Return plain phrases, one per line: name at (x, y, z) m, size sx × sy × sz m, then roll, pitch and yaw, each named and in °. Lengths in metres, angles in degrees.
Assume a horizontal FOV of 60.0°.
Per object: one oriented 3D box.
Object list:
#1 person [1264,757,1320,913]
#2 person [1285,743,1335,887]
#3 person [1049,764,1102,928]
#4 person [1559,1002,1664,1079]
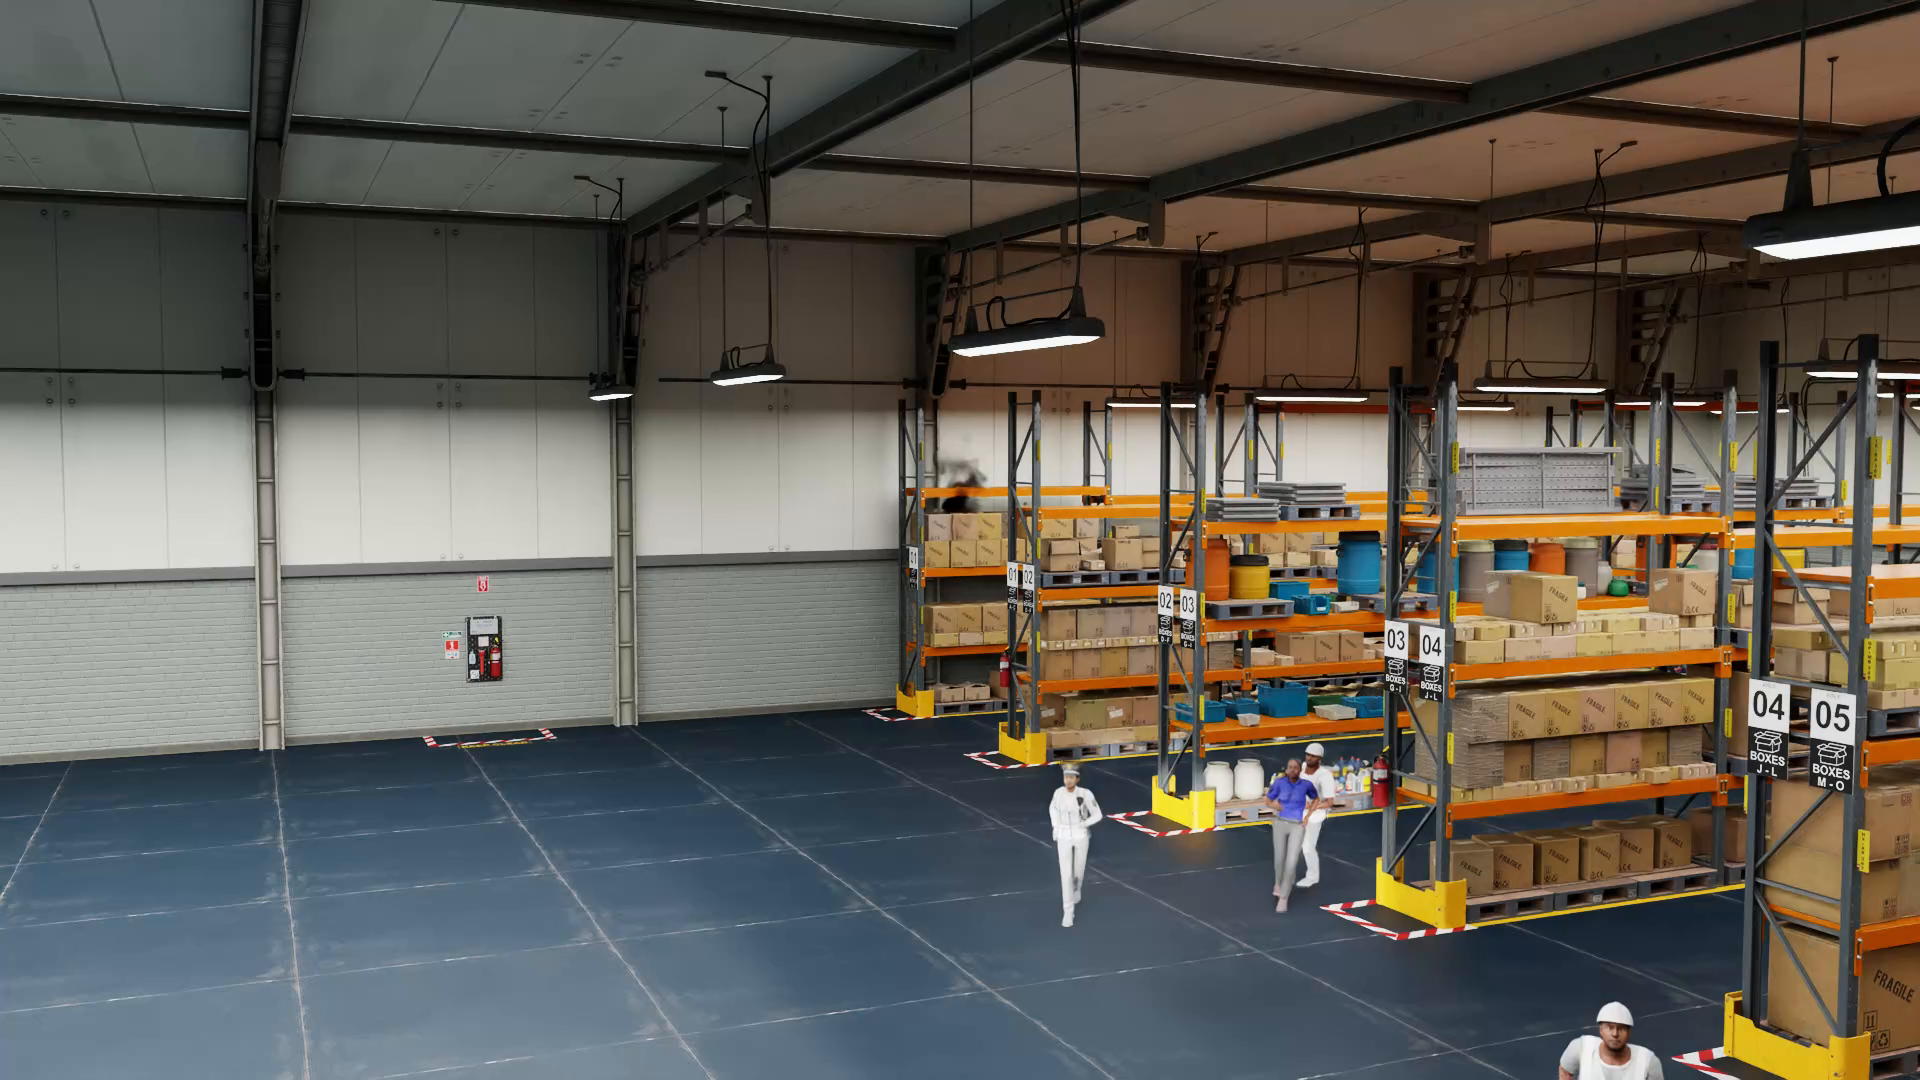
person at (3.697, 3.264, 18.564) m, size 0.584 × 1.693 × 0.772 m, roll 1°, pitch 4°, yaw 20°
person at (3.999, 3.194, 18.974) m, size 0.677 × 1.788 × 0.695 m, roll 3°, pitch 5°, yaw 44°
person at (1.244, 3.265, 18.062) m, size 0.603 × 1.706 × 0.824 m, roll 1°, pitch 3°, yaw 11°
person at (4.008, 3.687, 10.237) m, size 0.609 × 1.722 × 0.739 m, roll 1°, pitch 4°, yaw 19°
